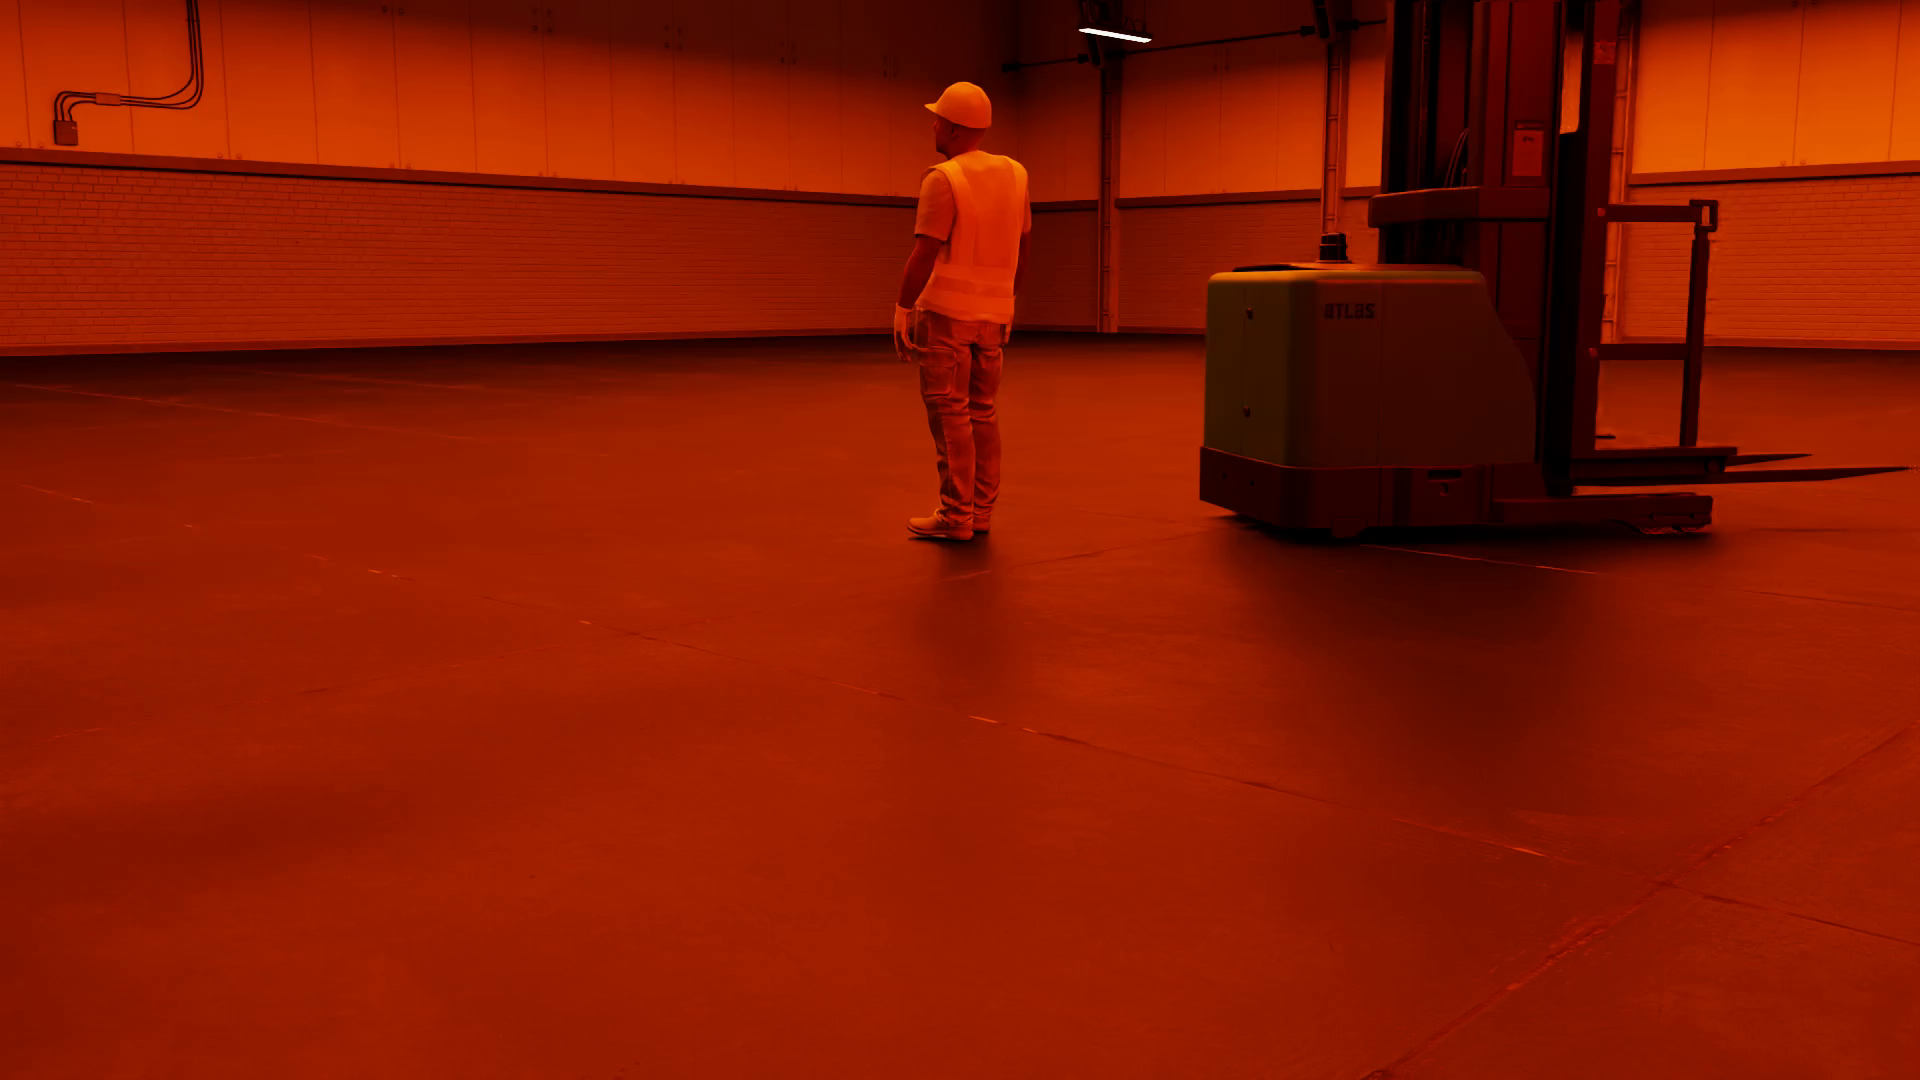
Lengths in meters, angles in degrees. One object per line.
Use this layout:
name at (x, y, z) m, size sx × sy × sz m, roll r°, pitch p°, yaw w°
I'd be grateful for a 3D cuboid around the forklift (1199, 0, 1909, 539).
forklift at (2.642, -1.545, 7.133) m, size 3.031 × 2.935 × 1.130 m, roll -2°, pitch 9°, yaw -13°

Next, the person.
person at (-0.046, -0.895, 6.639) m, size 0.576 × 1.776 × 0.656 m, roll 8°, pitch 12°, yaw 43°
